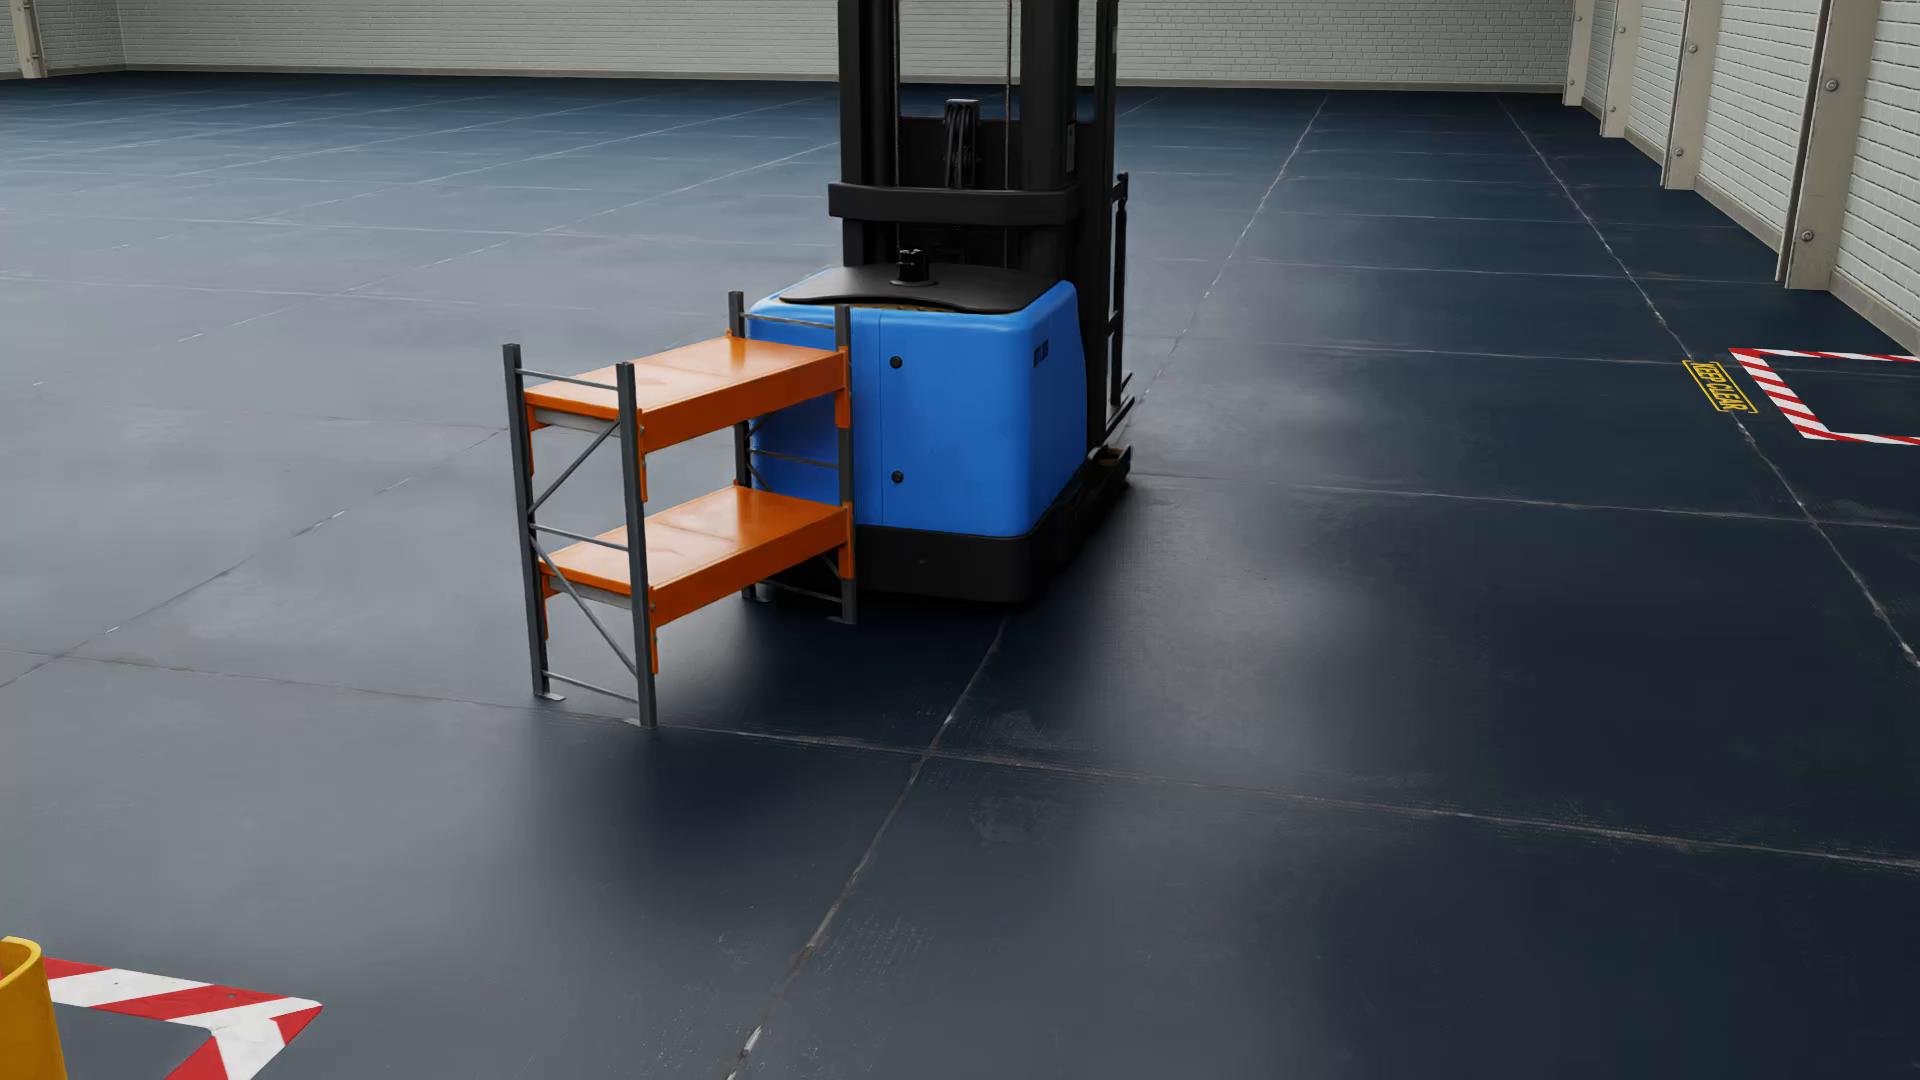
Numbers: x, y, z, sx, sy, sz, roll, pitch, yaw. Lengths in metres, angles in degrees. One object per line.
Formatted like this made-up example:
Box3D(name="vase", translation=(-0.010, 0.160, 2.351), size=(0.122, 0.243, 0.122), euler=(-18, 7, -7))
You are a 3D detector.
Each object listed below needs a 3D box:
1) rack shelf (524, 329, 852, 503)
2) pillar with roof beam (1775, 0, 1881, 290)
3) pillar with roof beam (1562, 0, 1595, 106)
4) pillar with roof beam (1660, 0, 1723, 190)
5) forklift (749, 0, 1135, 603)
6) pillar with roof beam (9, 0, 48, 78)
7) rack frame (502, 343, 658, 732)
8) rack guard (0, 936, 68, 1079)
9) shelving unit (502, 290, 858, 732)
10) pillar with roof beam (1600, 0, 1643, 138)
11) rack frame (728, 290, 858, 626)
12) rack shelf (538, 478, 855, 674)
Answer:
Box3D(name="rack shelf", translation=(-0.854, -0.419, 5.267), size=(0.538, 0.278, 1.000), euler=(12, 22, 31))
Box3D(name="pillar with roof beam", translation=(1.986, -6.463, 11.687), size=(9.100, 9.000, 0.400), euler=(5, 19, 13))
Box3D(name="pillar with roof beam", translation=(6.384, -12.105, 28.204), size=(9.100, 9.000, 0.400), euler=(5, 19, 13))
Box3D(name="pillar with roof beam", translation=(3.452, -8.343, 17.192), size=(9.100, 9.000, 0.400), euler=(5, 19, 13))
Box3D(name="forklift", translation=(0.138, -1.606, 6.855), size=(1.130, 2.935, 3.031), euler=(5, 20, 15))
Box3D(name="pillar with roof beam", translation=(-15.812, -13.912, 33.497), size=(9.100, 9.000, 0.400), euler=(5, 19, 13))
Box3D(name="rack frame", translation=(-1.130, -0.004, 4.958), size=(0.500, 1.125, 0.032), euler=(12, 22, 31))
Box3D(name="rack guard", translation=(-2.237, 0.975, 3.060), size=(1.175, 0.500, 0.348), euler=(5, 19, 13))
Box3D(name="shelving unit", translation=(-0.854, -0.142, 5.362), size=(0.538, 1.125, 1.048), euler=(12, 22, 31))
Box3D(name="pillar with roof beam", translation=(4.918, -10.224, 22.698), size=(9.100, 9.000, 0.400), euler=(5, 19, 13))
Box3D(name="rack frame", translation=(-0.577, -0.279, 5.765), size=(0.500, 1.125, 0.032), euler=(12, 22, 31))
Box3D(name="rack shelf", translation=(-0.854, 0.090, 5.441), size=(0.538, 0.278, 1.000), euler=(12, 22, 31))
